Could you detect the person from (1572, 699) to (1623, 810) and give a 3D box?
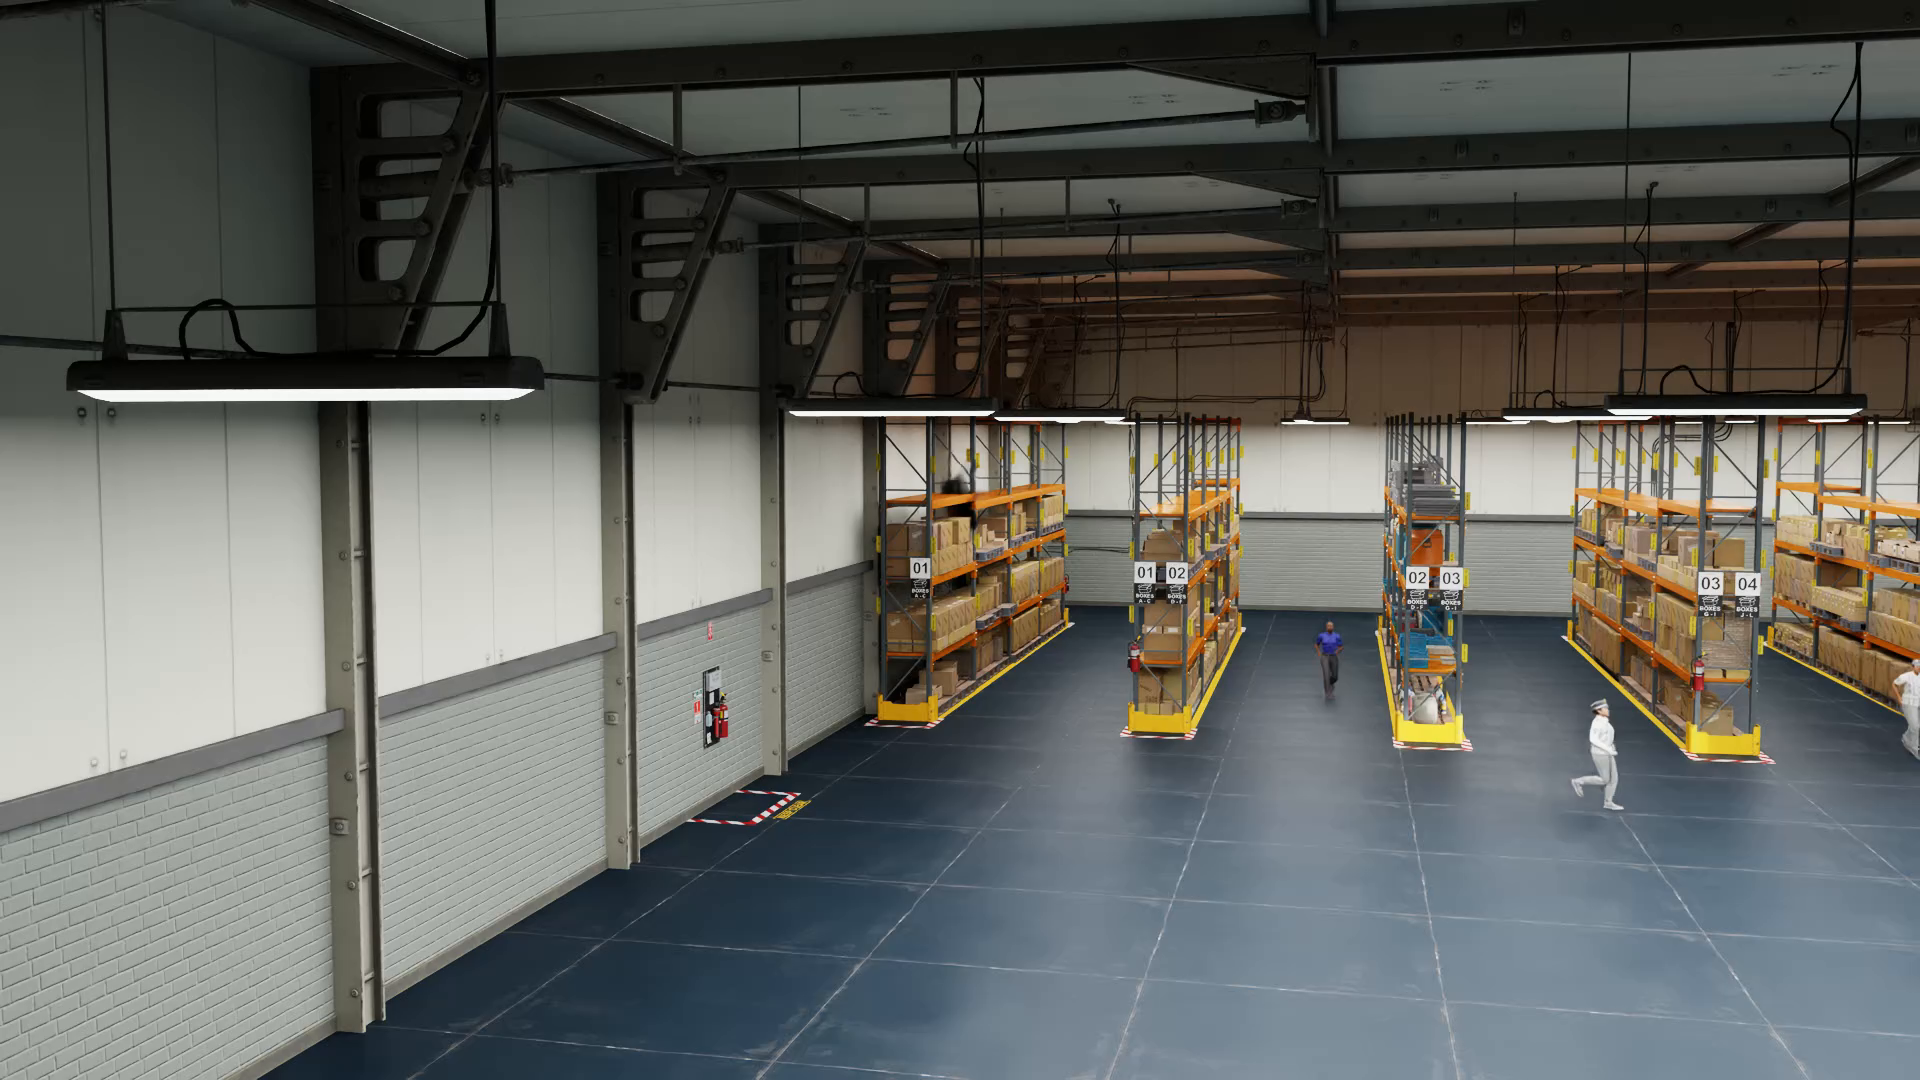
[{"bbox_3d":[9.610,3.202,24.984,0.742,1.661,0.617,3,5,34],"label":"person"}]

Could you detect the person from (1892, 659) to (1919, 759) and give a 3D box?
[{"bbox_3d":[16.667,2.918,29.025,0.600,1.696,0.845,0,4,-2],"label":"person"}]

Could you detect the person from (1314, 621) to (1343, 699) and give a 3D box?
[{"bbox_3d":[7.823,2.527,35.285,0.584,1.613,0.749,0,4,6],"label":"person"}]

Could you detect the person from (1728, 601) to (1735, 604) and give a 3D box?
[{"bbox_3d":[20.139,1.878,44.131,0.819,1.718,0.734,-2,4,-23],"label":"person"}]
